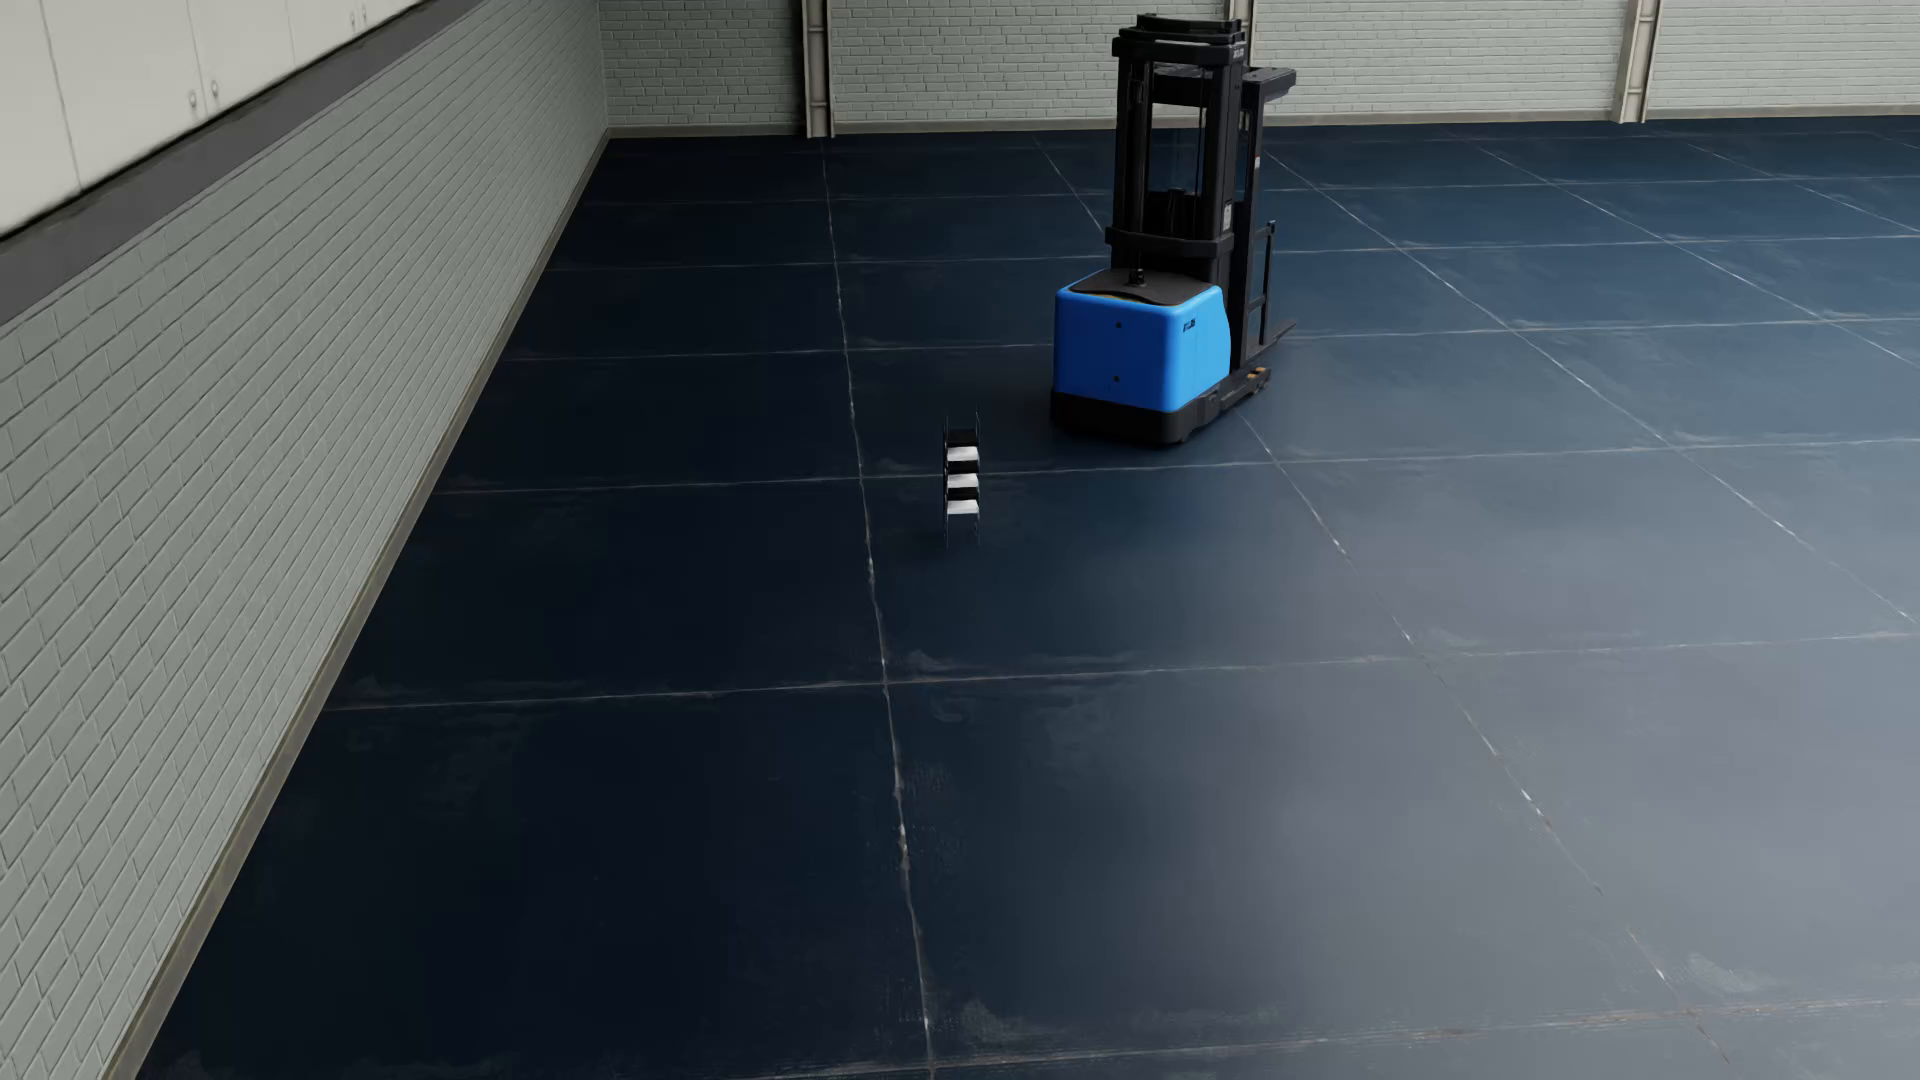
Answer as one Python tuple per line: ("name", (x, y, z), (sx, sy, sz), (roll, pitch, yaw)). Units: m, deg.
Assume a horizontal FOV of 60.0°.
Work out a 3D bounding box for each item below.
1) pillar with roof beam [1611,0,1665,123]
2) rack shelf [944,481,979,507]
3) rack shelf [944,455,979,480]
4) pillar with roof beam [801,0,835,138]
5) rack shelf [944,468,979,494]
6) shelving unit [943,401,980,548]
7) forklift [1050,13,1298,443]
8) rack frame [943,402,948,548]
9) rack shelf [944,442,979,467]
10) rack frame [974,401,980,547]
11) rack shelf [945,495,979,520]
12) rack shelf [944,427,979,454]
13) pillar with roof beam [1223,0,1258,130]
("pillar with roof beam", (10.374, -8.617, 19.057), (0.400, 9.000, 9.100), (-2, 24, -5))
("rack shelf", (0.008, -0.299, 10.618), (0.200, 0.077, 0.258), (-2, 24, -5))
("rack shelf", (0.008, -0.463, 10.545), (0.200, 0.077, 0.258), (-2, 24, -5))
("pillar with roof beam", (-1.568, -8.138, 17.979), (0.400, 9.000, 9.100), (-2, 24, -5))
("rack shelf", (0.008, -0.381, 10.581), (0.200, 0.077, 0.258), (-2, 24, -5))
("shelving unit", (0.008, -0.412, 10.568), (0.210, 0.900, 0.258), (-2, 24, -5))
("forklift", (1.879, -2.601, 12.993), (1.130, 2.935, 3.031), (14, 27, 28))
("rack frame", (-0.093, -0.407, 10.559), (0.006, 0.900, 0.240), (-2, 24, -5))
("rack shelf", (0.008, -0.546, 10.508), (0.200, 0.077, 0.258), (-2, 24, -5))
("rack frame", (0.109, -0.416, 10.577), (0.006, 0.900, 0.240), (-2, 24, -5))
("rack shelf", (0.008, -0.217, 10.655), (0.200, 0.077, 0.258), (-2, 24, -5))
("rack shelf", (0.008, -0.628, 10.472), (0.200, 0.077, 0.258), (-2, 24, -5))
("pillar with roof beam", (4.403, -8.377, 18.518), (0.400, 9.000, 9.100), (-2, 24, -5))
